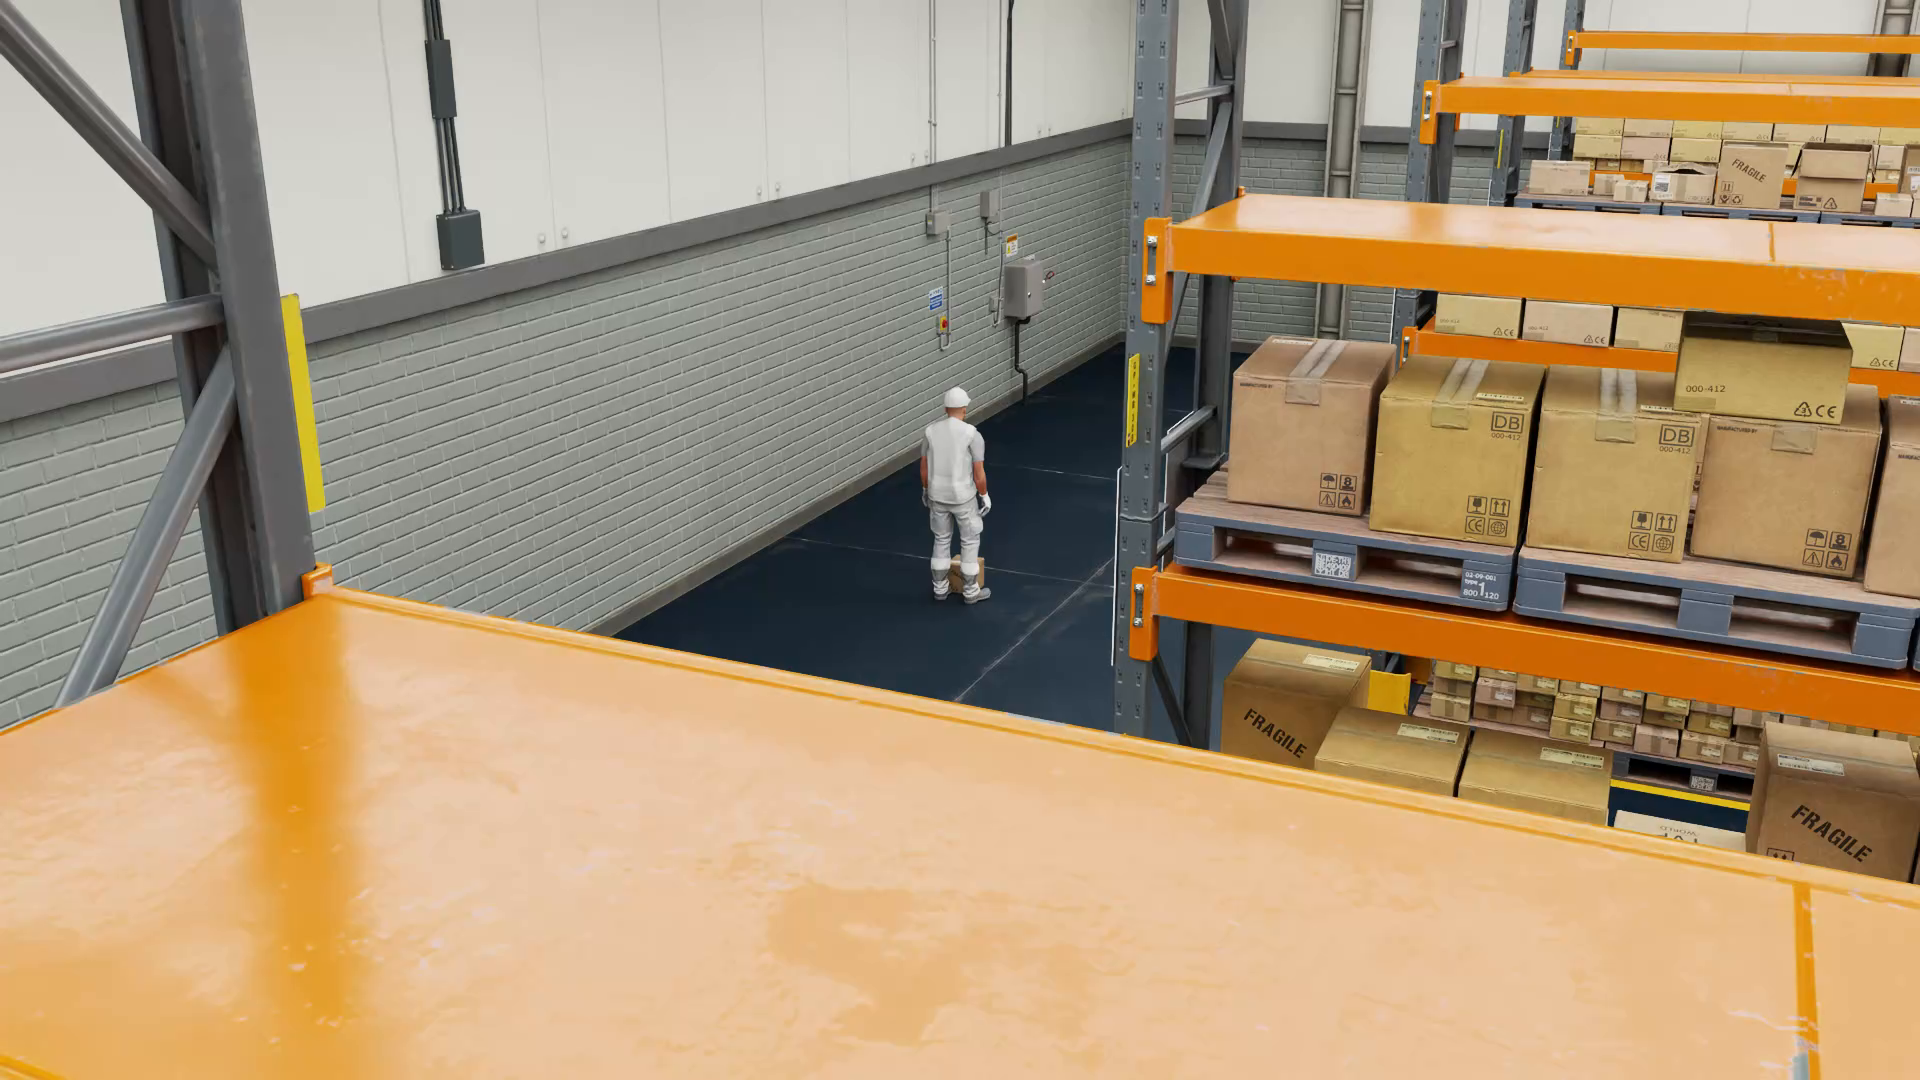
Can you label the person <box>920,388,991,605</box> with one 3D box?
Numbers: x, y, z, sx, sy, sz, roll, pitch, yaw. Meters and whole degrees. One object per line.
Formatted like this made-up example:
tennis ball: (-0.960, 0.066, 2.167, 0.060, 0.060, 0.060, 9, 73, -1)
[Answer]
person: (-0.035, -0.360, 13.596, 0.608, 1.779, 0.451, 8, 21, 23)
